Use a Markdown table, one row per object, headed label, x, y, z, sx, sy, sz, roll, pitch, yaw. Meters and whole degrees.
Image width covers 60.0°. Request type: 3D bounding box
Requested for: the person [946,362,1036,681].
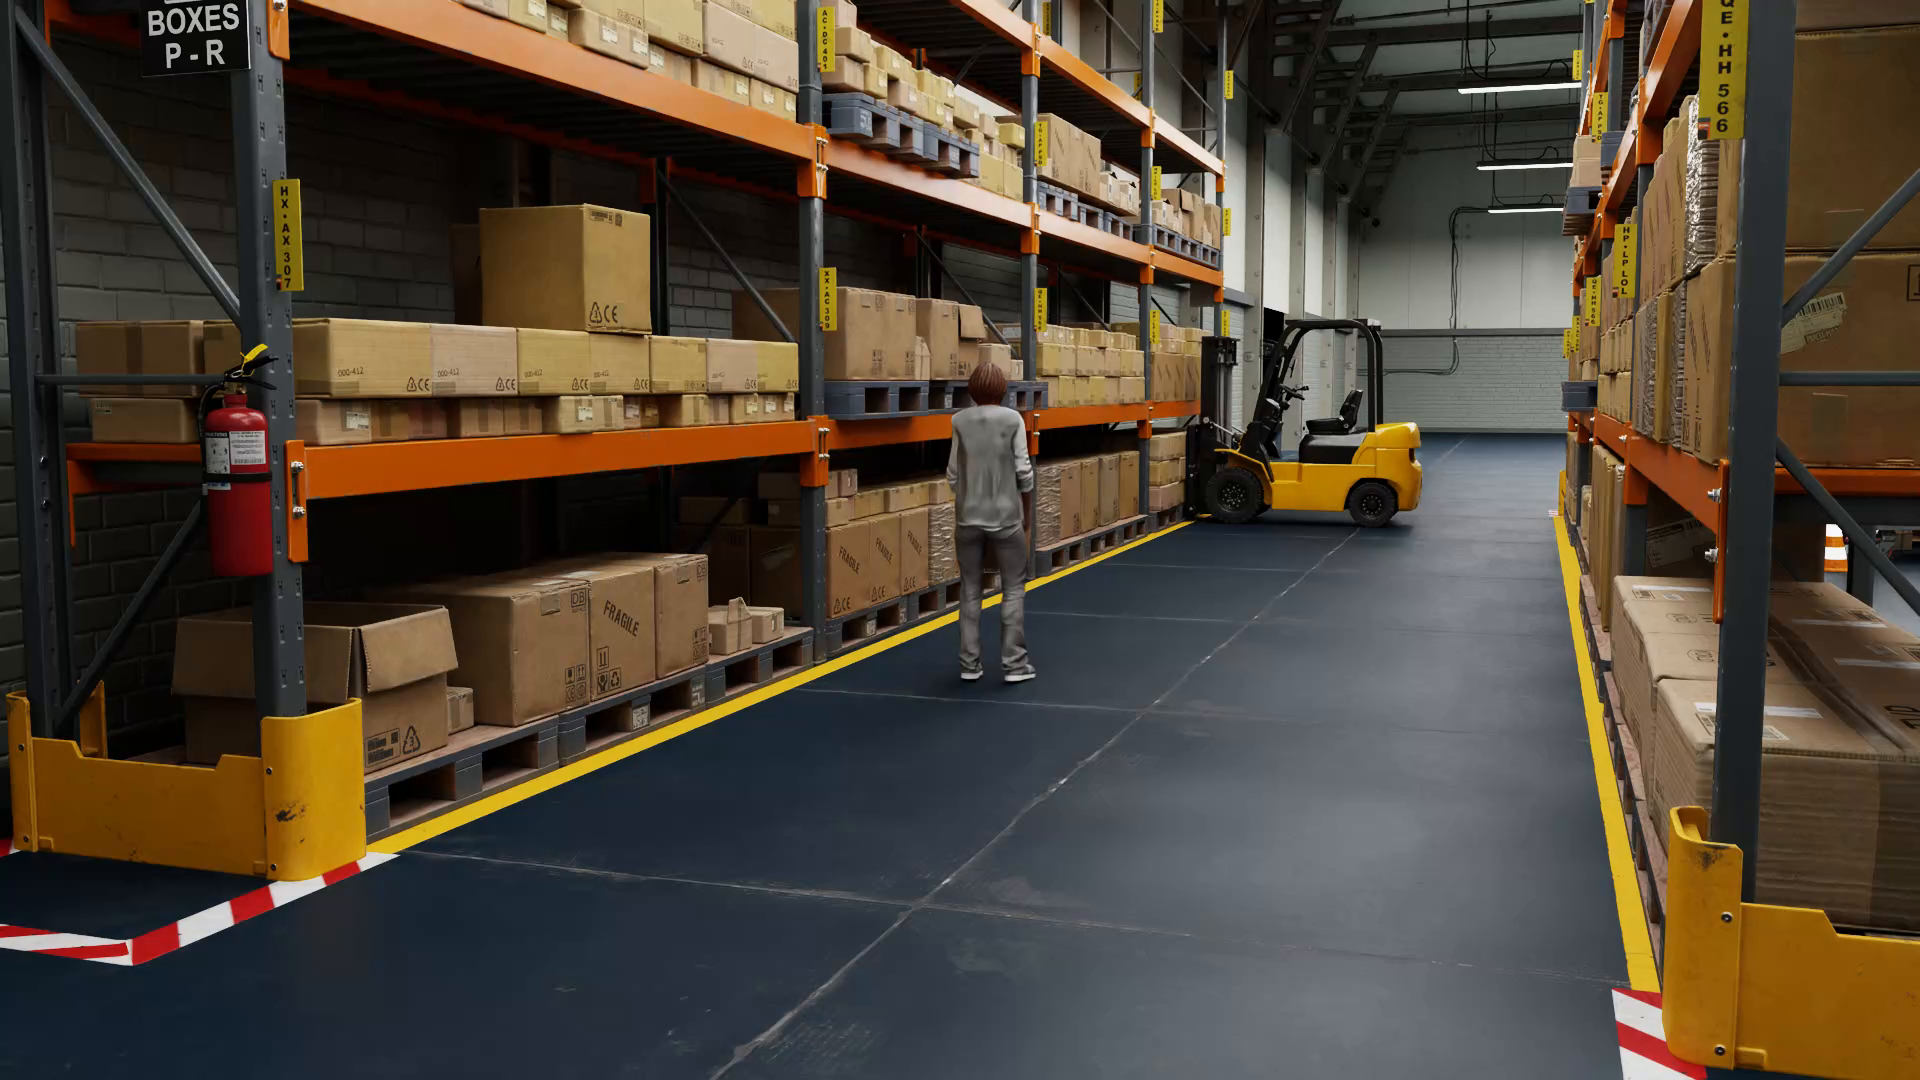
| label | x | y | z | sx | sy | sz | roll | pitch | yaw |
| --- | --- | --- | --- | --- | --- | --- | --- | --- | --- |
| person | 0.152 | -0.084 | 8.353 | 0.446 | 1.592 | 0.359 | 1 | 6 | 15 |
